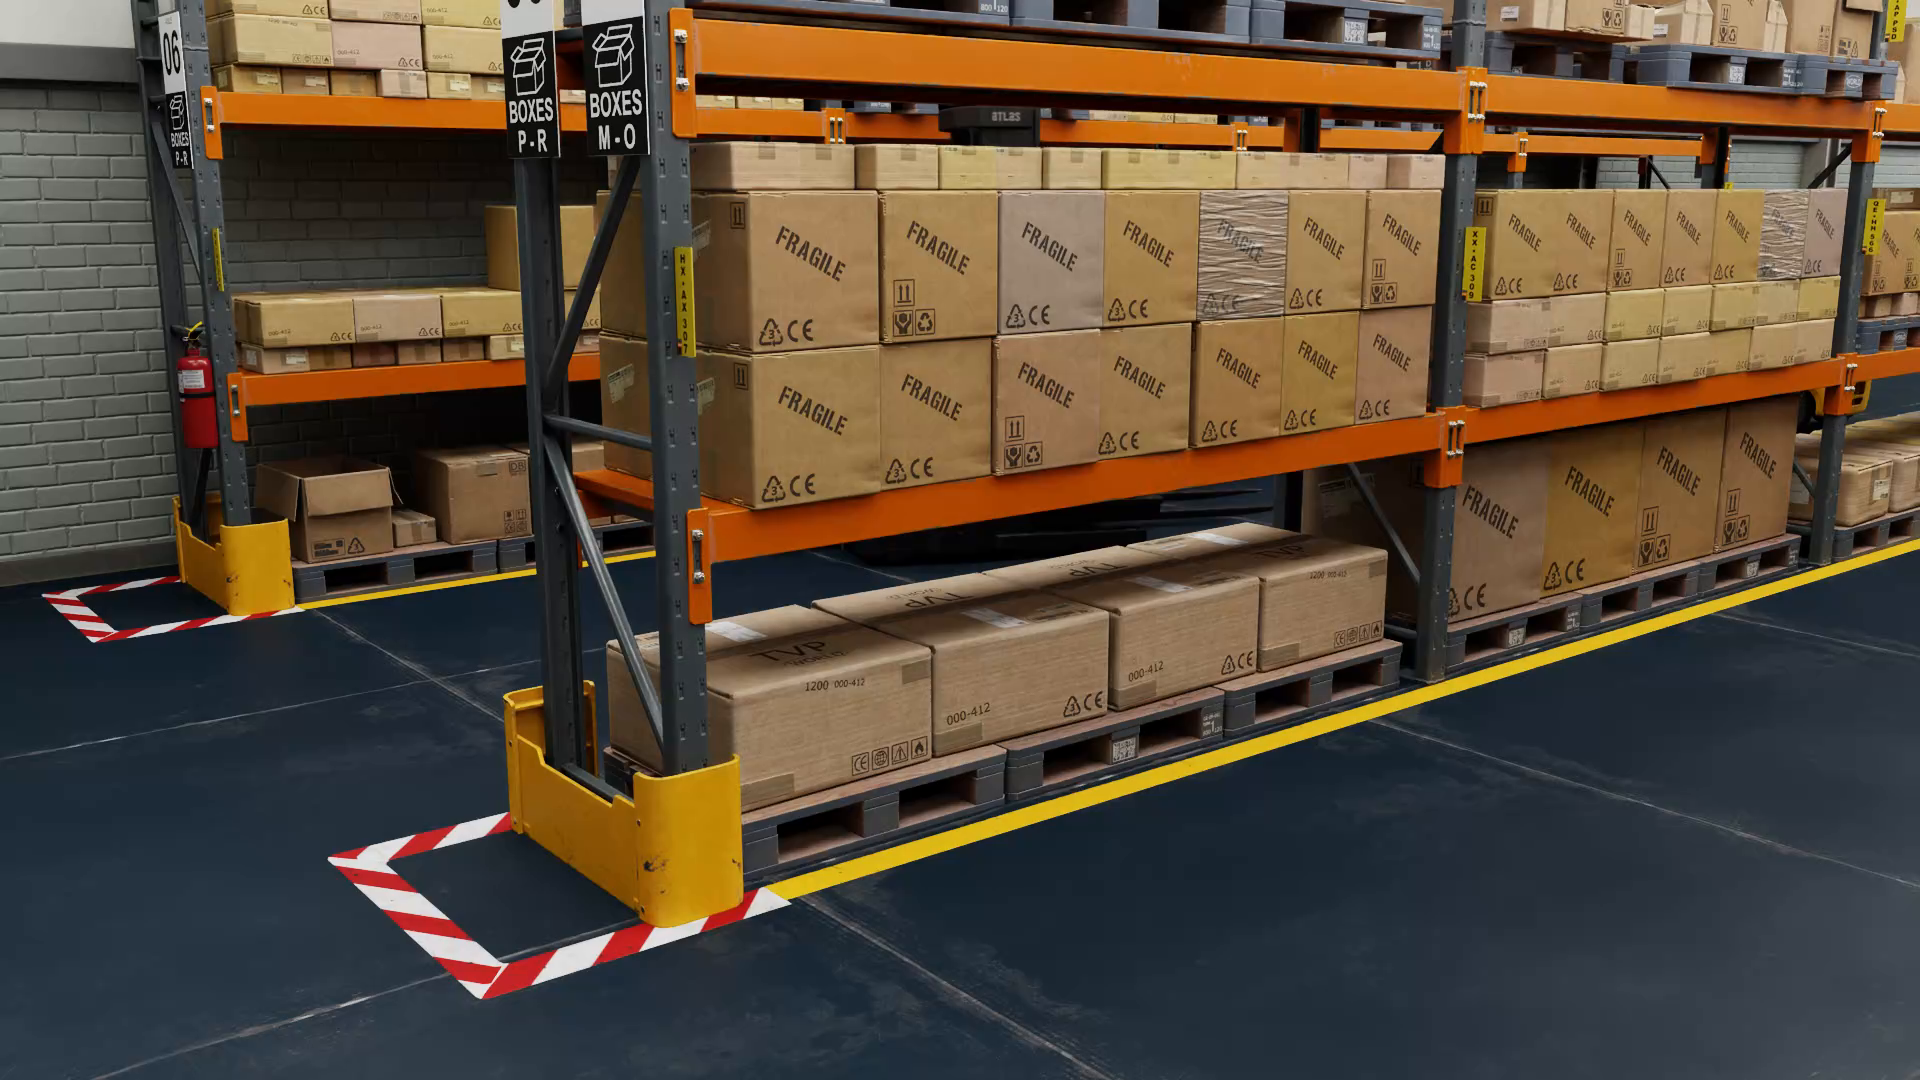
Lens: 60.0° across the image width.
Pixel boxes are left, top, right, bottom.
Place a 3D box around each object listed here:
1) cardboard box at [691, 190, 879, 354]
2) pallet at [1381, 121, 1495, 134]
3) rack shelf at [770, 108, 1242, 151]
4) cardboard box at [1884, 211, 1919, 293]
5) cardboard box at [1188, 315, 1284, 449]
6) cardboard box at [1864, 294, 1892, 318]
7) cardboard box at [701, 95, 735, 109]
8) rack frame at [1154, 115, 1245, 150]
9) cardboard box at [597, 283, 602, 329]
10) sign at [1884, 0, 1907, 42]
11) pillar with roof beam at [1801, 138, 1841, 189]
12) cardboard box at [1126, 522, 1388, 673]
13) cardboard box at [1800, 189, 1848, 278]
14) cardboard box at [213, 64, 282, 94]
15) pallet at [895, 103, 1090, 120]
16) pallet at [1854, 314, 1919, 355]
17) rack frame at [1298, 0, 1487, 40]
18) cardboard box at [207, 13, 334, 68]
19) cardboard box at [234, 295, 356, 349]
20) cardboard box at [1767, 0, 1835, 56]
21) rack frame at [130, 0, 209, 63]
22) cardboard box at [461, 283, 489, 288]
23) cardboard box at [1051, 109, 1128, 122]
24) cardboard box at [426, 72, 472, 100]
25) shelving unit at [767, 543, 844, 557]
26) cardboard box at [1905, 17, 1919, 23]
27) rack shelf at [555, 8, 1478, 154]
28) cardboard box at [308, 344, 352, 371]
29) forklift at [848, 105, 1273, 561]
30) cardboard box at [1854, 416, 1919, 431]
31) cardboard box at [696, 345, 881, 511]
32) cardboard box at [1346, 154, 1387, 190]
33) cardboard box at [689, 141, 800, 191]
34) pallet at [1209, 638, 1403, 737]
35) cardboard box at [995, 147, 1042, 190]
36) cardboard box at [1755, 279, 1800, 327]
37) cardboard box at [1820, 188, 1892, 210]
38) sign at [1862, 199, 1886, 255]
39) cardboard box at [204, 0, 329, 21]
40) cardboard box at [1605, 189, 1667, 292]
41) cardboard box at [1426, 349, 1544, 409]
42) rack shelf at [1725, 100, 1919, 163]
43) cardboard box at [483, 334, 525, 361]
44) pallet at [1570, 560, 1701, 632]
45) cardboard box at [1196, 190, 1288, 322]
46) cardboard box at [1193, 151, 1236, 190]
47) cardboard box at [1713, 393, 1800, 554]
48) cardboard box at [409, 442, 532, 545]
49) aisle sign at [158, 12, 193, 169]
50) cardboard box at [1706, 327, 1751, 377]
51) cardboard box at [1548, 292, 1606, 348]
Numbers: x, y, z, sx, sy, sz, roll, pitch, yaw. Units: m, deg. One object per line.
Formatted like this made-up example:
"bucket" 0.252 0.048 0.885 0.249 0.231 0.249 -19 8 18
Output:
"cardboard box" -0.616 -0.899 5.491 0.500 0.500 0.500 -10 15 -39
"pallet" 4.417 -3.963 15.811 1.217 0.209 0.805 -10 16 -40
"rack shelf" 0.412 -3.043 12.748 4.000 0.370 1.077 -9 15 -38
"cardboard box" 5.976 -1.872 10.756 0.500 0.500 0.500 -8 15 -35
"cardboard box" 0.970 -0.676 6.848 0.500 0.500 0.500 -10 15 -38
"cardboard box" 5.689 -1.508 10.604 0.250 0.149 0.380 -11 16 -41
"cardboard box" -1.654 -2.853 10.728 0.250 0.149 0.380 -9 15 -36
"rack frame" 1.974 -2.187 14.207 0.127 3.000 1.000 -9 15 -38
"cardboard box" -2.174 -1.505 10.638 0.500 0.250 0.500 -10 15 -38
"sign" 5.418 -3.050 9.616 0.005 0.325 0.100 -9 15 -38
"pillar with roof beam" 14.489 -6.296 19.114 0.400 9.000 9.100 -9 15 -38
"cardboard box" 1.397 0.248 7.895 0.875 0.438 0.875 -10 15 -38
"cardboard box" 4.837 -1.811 9.788 0.500 0.500 0.500 -10 16 -39
"cardboard box" -3.879 -2.497 9.050 0.250 0.149 0.380 -9 15 -36
"pallet" 0.212 -3.252 12.452 1.003 0.211 1.213 -9 15 -38
"pallet" 5.568 -1.399 10.955 1.003 0.211 1.213 -9 15 -38
"rack frame" 1.954 -3.798 7.351 0.127 3.000 1.000 -9 15 -38
"cardboard box" -3.756 -2.702 9.054 0.500 0.250 0.500 -10 15 -38
"cardboard box" -3.750 -1.236 9.375 0.500 0.250 0.500 -9 15 -37
"cardboard box" 4.423 -2.945 9.303 0.500 0.500 0.700 -10 16 -40
"rack frame" -4.273 -4.084 8.696 0.127 3.000 1.000 -9 15 -38
"cardboard box" -2.878 -1.522 10.720 0.500 0.250 0.500 -9 15 -38
"cardboard box" 0.942 -3.345 12.799 0.500 0.250 0.500 -9 15 -38
"cardboard box" -3.021 -2.617 9.614 0.250 0.149 0.380 -9 15 -38
"shelving unit" -1.029 -0.519 10.686 0.503 1.200 0.258 -4 13 -19
"cardboard box" 7.112 -3.668 12.108 0.500 0.250 0.500 -10 15 -39
"rack shelf" 0.393 -1.719 6.515 4.000 0.370 1.077 -9 15 -38
"cardboard box" -3.675 -1.065 9.527 0.250 0.149 0.380 -9 15 -36
"forklift" 0.724 -1.440 10.853 3.031 2.935 1.130 -3 12 -13
"cardboard box" 7.234 -0.659 12.328 0.625 0.372 0.950 -8 15 -34
"cardboard box" -0.615 -0.409 5.593 0.500 0.500 0.500 -10 15 -38
"cardboard box" 1.639 -1.611 7.283 0.250 0.149 0.380 -9 15 -36
"cardboard box" -0.719 -1.201 5.354 0.250 0.149 0.380 -9 15 -36
"pallet" 1.312 0.586 7.859 1.213 0.211 1.003 -9 15 -38
"cardboard box" 0.082 -1.341 6.015 0.250 0.149 0.380 -9 15 -37
"cardboard box" 4.460 -1.383 9.576 0.500 0.250 0.500 -10 16 -39
"cardboard box" 6.179 -2.358 11.481 0.250 0.149 0.380 -10 16 -40
"sign" 5.427 -1.859 9.876 0.005 0.325 0.100 -9 15 -38
"cardboard box" -3.770 -2.950 9.019 0.500 0.250 0.500 -10 15 -38
"cardboard box" 3.251 -1.547 8.546 0.500 0.500 0.500 -10 16 -39
"cardboard box" 2.463 -0.804 8.057 0.500 0.250 0.500 -10 15 -39
"rack shelf" 6.639 -2.757 11.404 4.000 0.370 1.077 -9 15 -38
"cardboard box" -2.808 -1.183 10.085 0.250 0.149 0.380 -10 16 -39
"pallet" 3.463 0.229 9.542 1.213 0.211 1.003 -9 15 -38
"cardboard box" 0.965 -1.163 6.738 0.500 0.500 0.500 -9 15 -37
"cardboard box" 0.875 -1.472 6.628 0.250 0.149 0.380 -10 15 -39
"cardboard box" 4.486 -0.473 10.237 0.875 0.875 0.875 -10 15 -38
"cardboard box" -3.044 -0.300 10.329 0.500 0.500 0.700 -9 15 -35
"aisle sign" -4.143 -2.364 8.783 0.004 0.787 0.394 -9 15 -38
"cardboard box" 4.053 -1.070 9.307 0.500 0.250 0.500 -10 15 -38
"cardboard box" 2.864 -1.118 8.331 0.500 0.250 0.500 -9 15 -37
